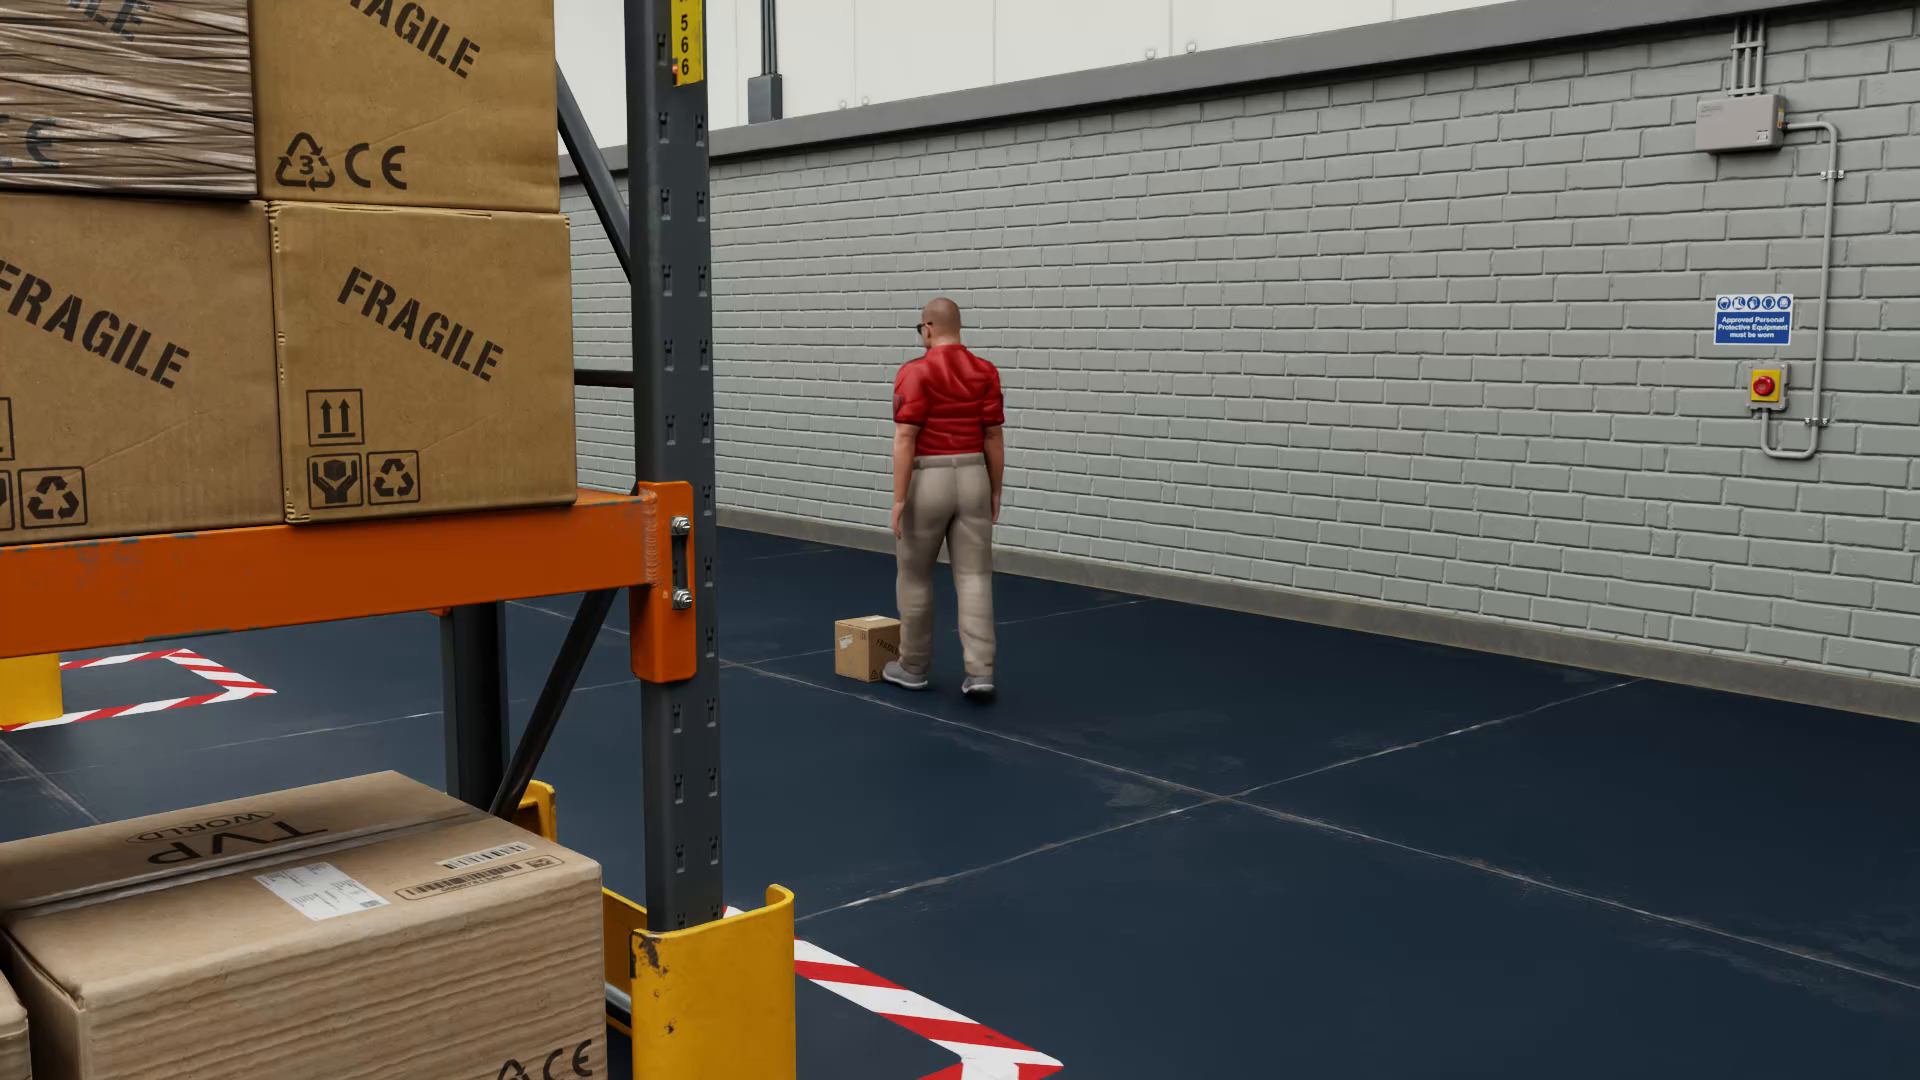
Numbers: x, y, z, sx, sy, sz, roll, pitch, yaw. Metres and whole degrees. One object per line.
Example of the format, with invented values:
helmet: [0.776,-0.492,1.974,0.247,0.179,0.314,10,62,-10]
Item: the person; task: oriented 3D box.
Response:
person: [-0.079,-0.192,7.277,0.555,1.721,0.698,-3,8,-24]
